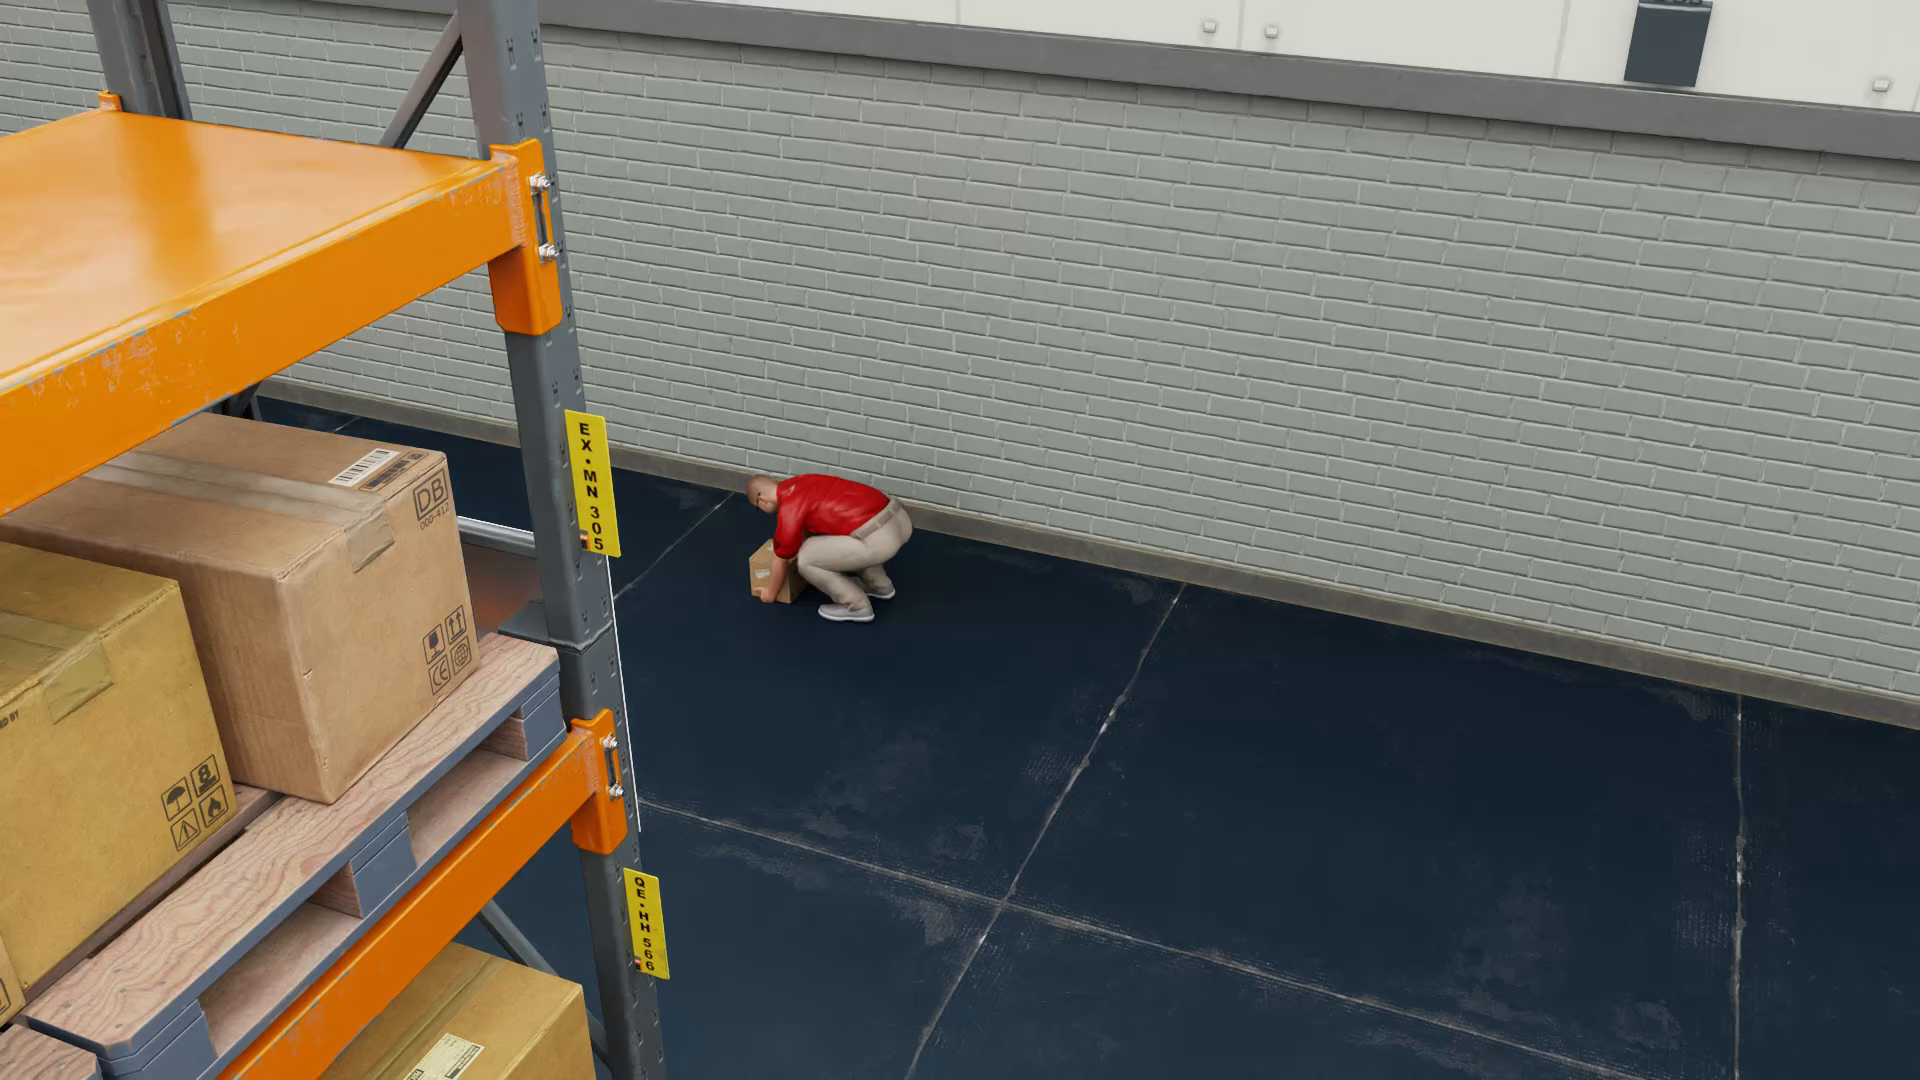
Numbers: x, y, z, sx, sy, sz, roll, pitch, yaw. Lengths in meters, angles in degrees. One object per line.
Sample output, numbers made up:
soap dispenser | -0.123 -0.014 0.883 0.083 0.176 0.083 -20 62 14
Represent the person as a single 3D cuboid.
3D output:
person | -0.741 0.022 9.381 0.936 0.784 0.529 11 31 18
